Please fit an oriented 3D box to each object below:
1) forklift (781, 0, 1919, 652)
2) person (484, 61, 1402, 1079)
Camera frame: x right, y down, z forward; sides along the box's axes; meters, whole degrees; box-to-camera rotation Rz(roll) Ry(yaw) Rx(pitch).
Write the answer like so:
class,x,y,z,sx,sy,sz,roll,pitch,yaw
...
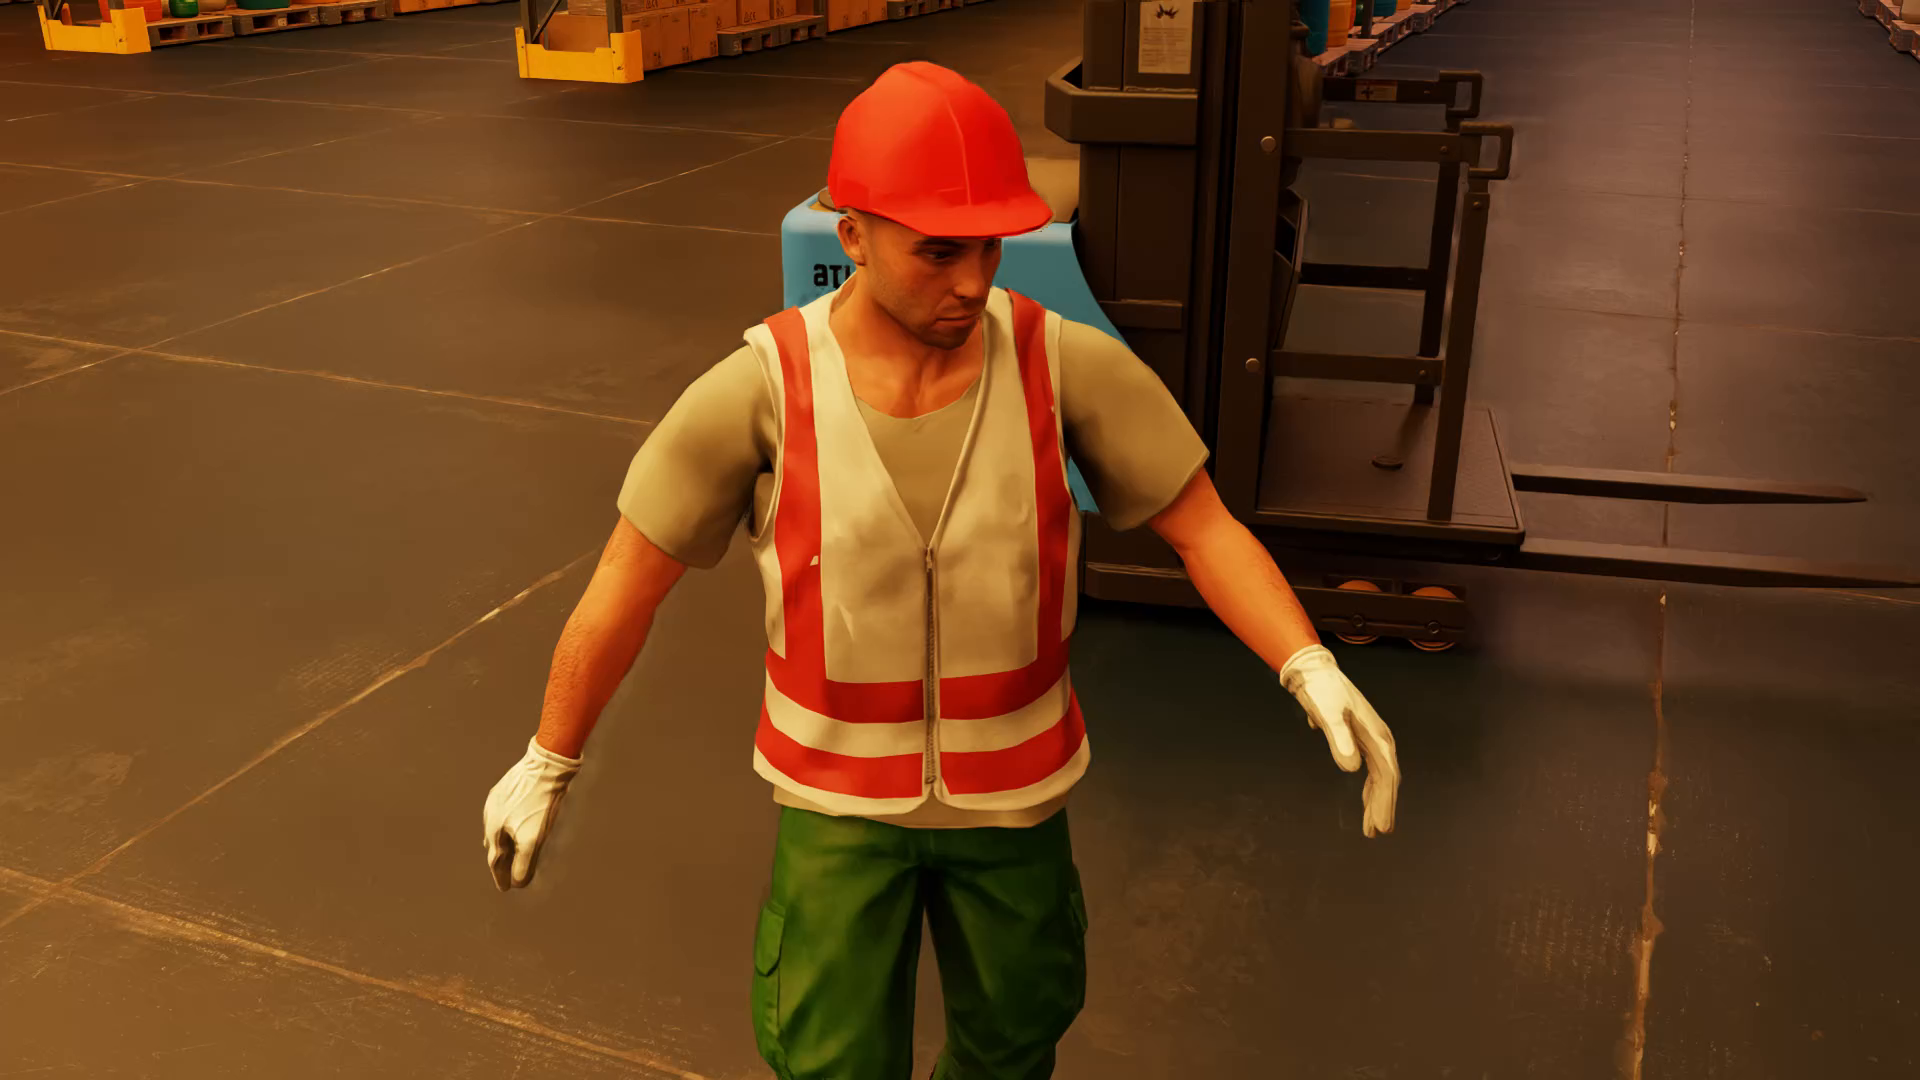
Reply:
class,x,y,z,sx,sy,sz,roll,pitch,yaw
forklift,1.081,-1.283,4.362,3.031,2.935,1.130,5,23,11
person,-0.058,0.372,1.976,1.026,1.796,0.650,-3,23,-7
